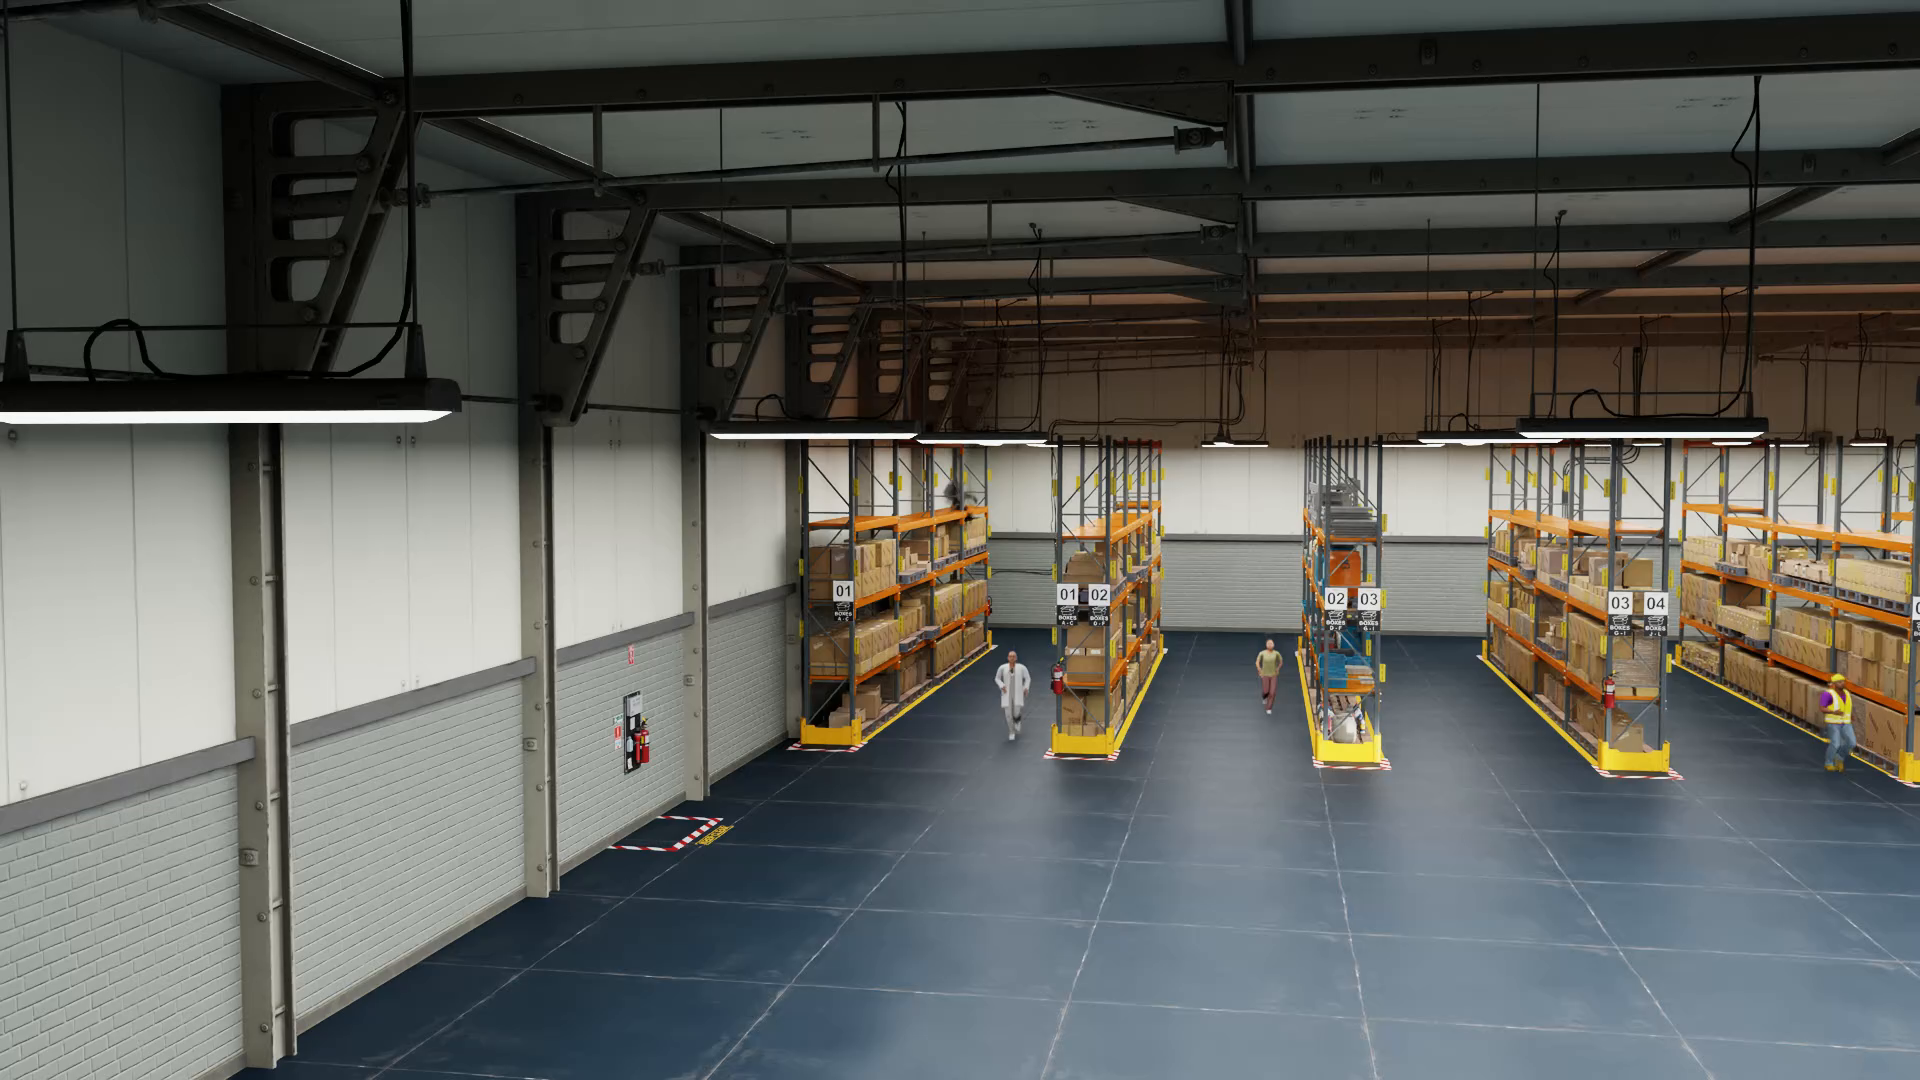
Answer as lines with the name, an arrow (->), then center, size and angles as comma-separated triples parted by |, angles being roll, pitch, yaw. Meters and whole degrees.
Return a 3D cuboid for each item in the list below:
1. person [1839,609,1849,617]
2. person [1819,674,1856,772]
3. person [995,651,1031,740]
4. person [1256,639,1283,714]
person -> 24.044, 2.521, 45.121 | 0.699, 1.562, 0.603 | 1, 3, 18
person -> 15.585, 3.247, 29.457 | 0.676, 1.740, 0.601 | 0, 3, -7
person -> 1.039, 3.100, 33.008 | 0.711, 1.692, 0.637 | 0, 3, 4
person -> 6.744, 2.955, 36.222 | 0.581, 1.625, 0.575 | 0, 3, 5
